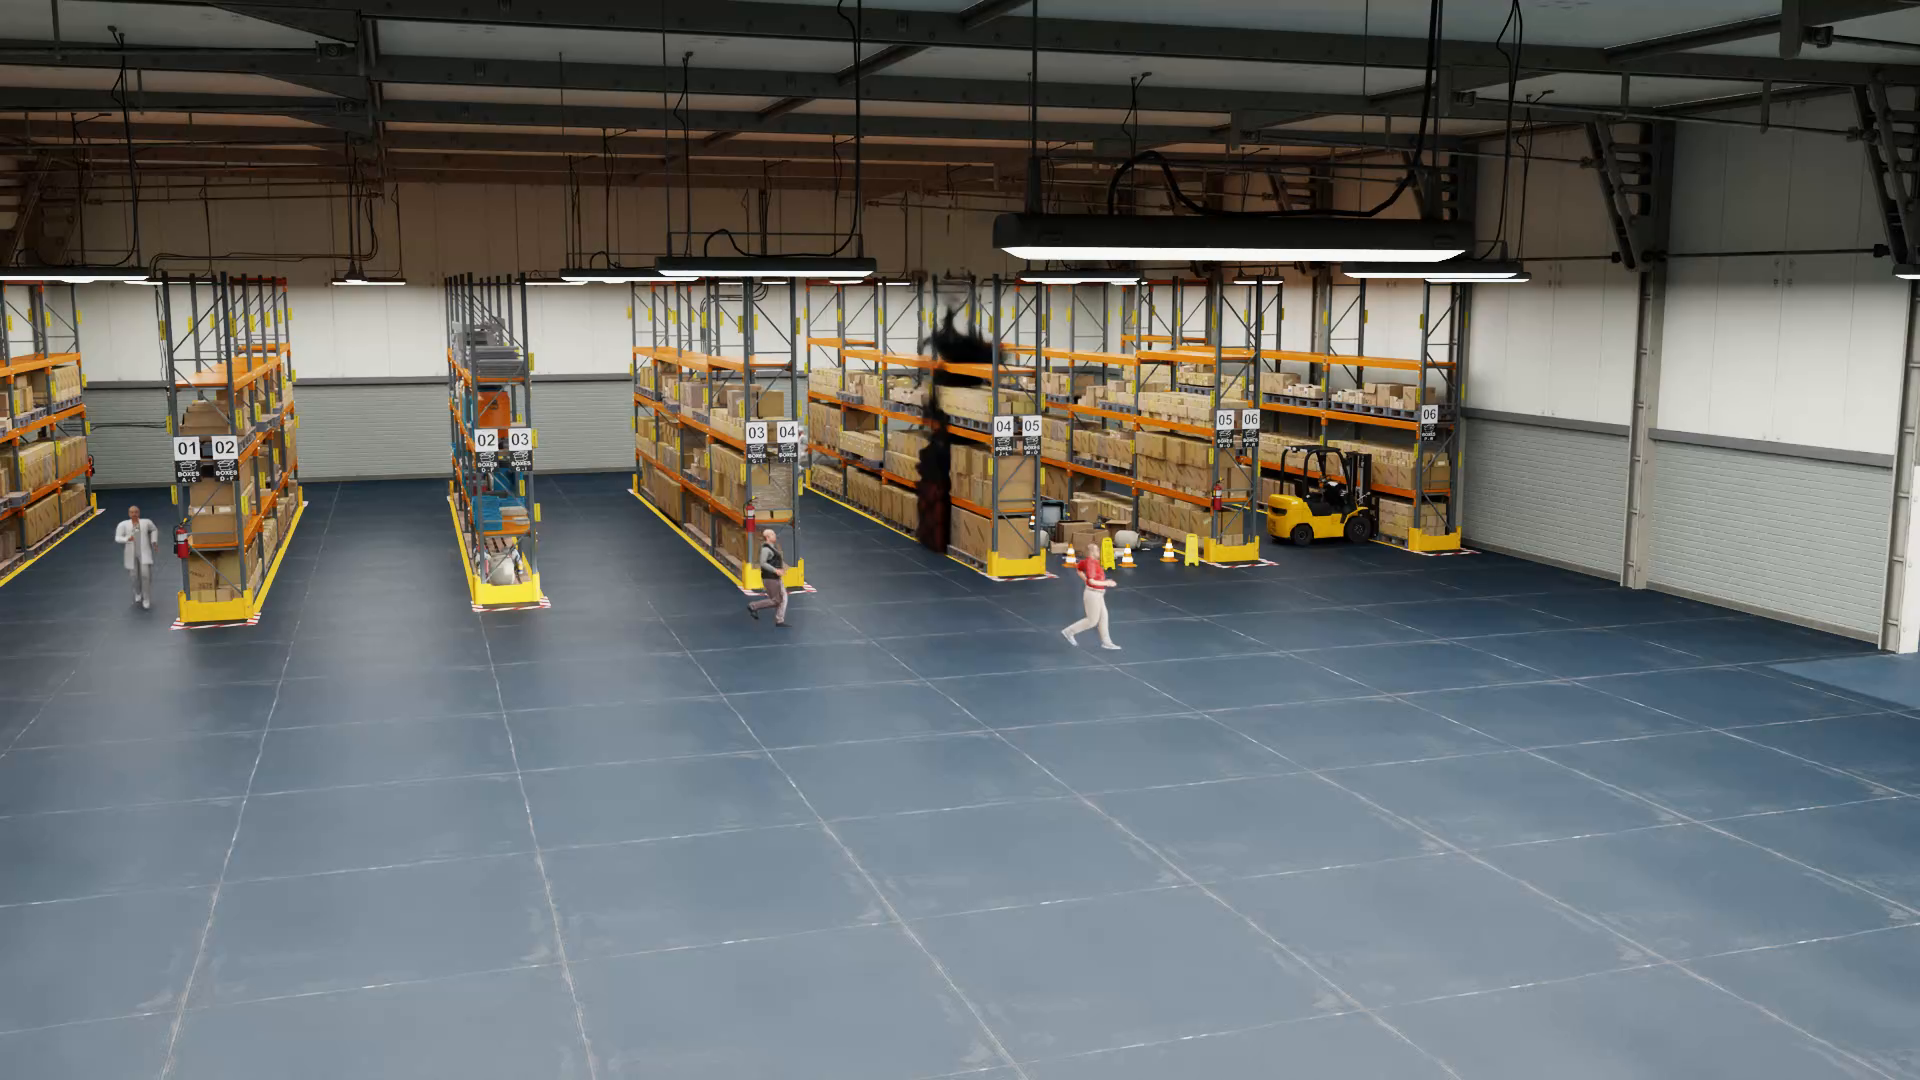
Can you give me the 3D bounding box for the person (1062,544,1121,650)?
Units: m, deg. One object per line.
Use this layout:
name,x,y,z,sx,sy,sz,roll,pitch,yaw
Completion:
person,2.092,0.911,26.345,0.954,1.725,0.664,0,9,2

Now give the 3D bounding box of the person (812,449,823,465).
person,-4.318,-2.628,49.610,0.635,1.769,0.692,-3,9,-21

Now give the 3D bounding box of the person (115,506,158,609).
person,-14.920,0.289,30.181,0.678,1.829,0.924,-4,9,-23

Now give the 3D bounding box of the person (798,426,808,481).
person,-4.734,-2.560,49.486,0.563,1.690,0.752,-4,9,-23

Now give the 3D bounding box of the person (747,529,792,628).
person,-3.227,0.654,28.204,0.765,1.688,0.659,1,9,7
